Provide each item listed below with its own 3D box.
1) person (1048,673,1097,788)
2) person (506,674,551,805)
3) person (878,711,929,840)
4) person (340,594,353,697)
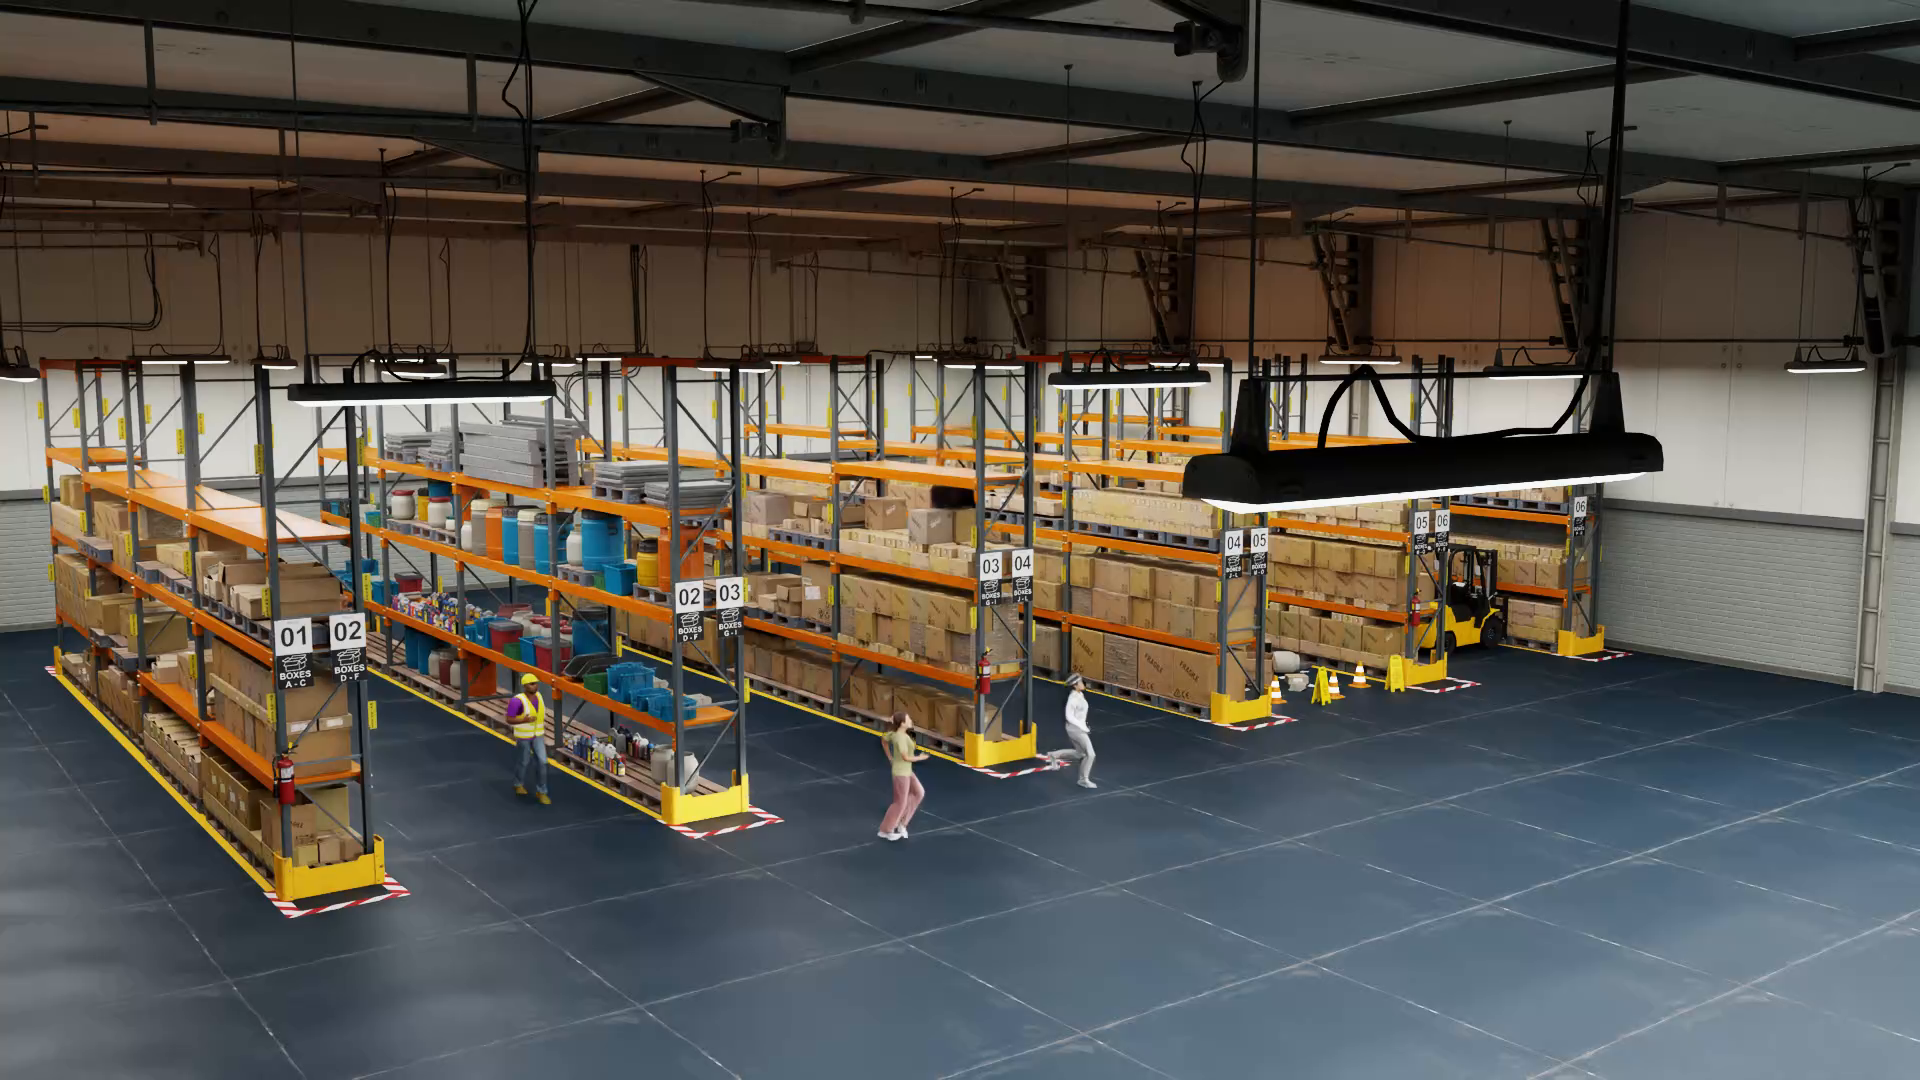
[{"bbox_3d":[1.599,2.701,23.626,0.703,1.668,0.632,0,7,4],"label":"person"},{"bbox_3d":[-5.941,2.733,22.827,0.662,1.835,0.774,-7,10,-44],"label":"person"},{"bbox_3d":[-0.717,2.980,21.040,0.659,1.678,0.589,-1,7,-5],"label":"person"},{"bbox_3d":[-11.046,1.874,29.913,0.669,1.853,0.865,-5,8,-34],"label":"person"}]
